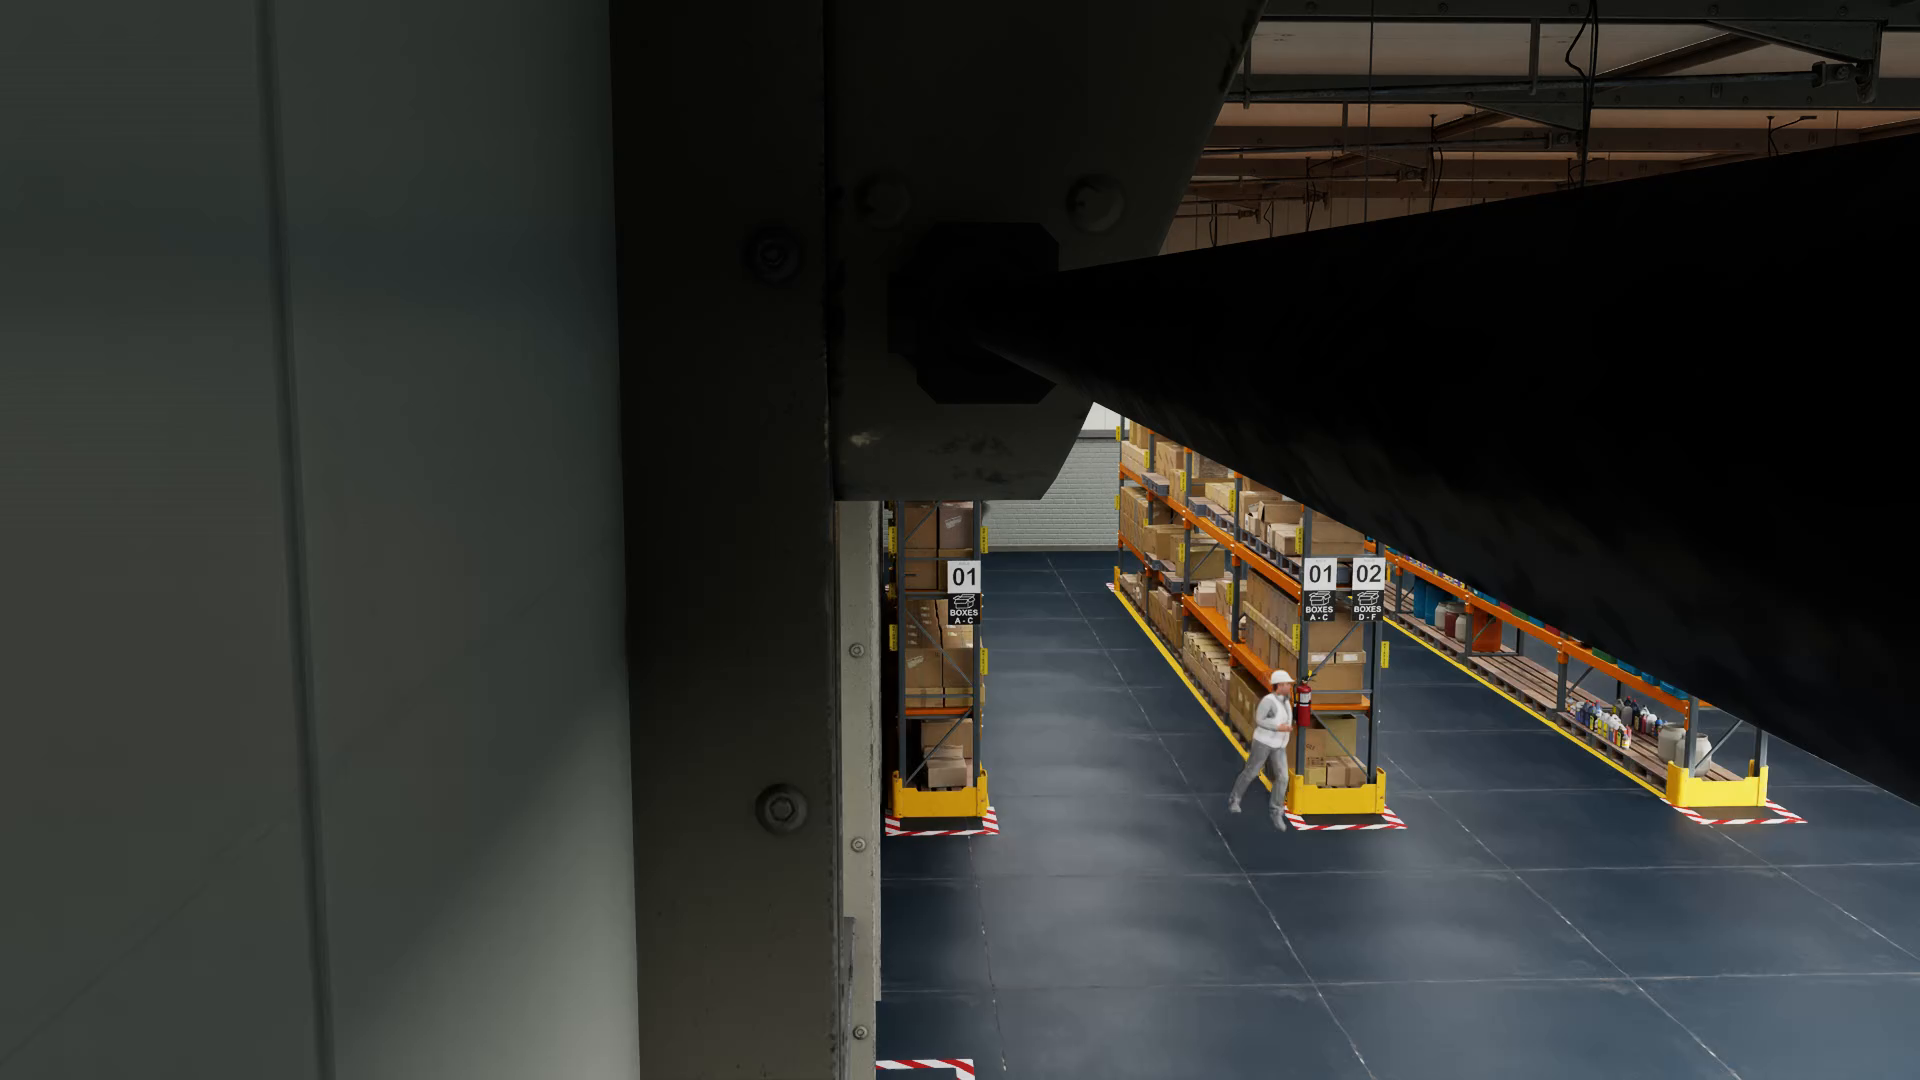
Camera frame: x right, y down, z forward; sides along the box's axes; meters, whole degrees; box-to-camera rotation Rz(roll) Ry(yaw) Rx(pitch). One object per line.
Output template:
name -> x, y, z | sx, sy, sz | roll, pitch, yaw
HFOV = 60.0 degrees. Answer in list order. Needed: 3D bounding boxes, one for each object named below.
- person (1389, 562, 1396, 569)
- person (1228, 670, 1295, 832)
person -> 10.416, -0.028, 38.432 | 0.941, 1.705, 0.591 | 1, 8, 9
person -> 3.648, 2.429, 19.561 | 0.769, 1.802, 0.823 | -8, 11, -43
